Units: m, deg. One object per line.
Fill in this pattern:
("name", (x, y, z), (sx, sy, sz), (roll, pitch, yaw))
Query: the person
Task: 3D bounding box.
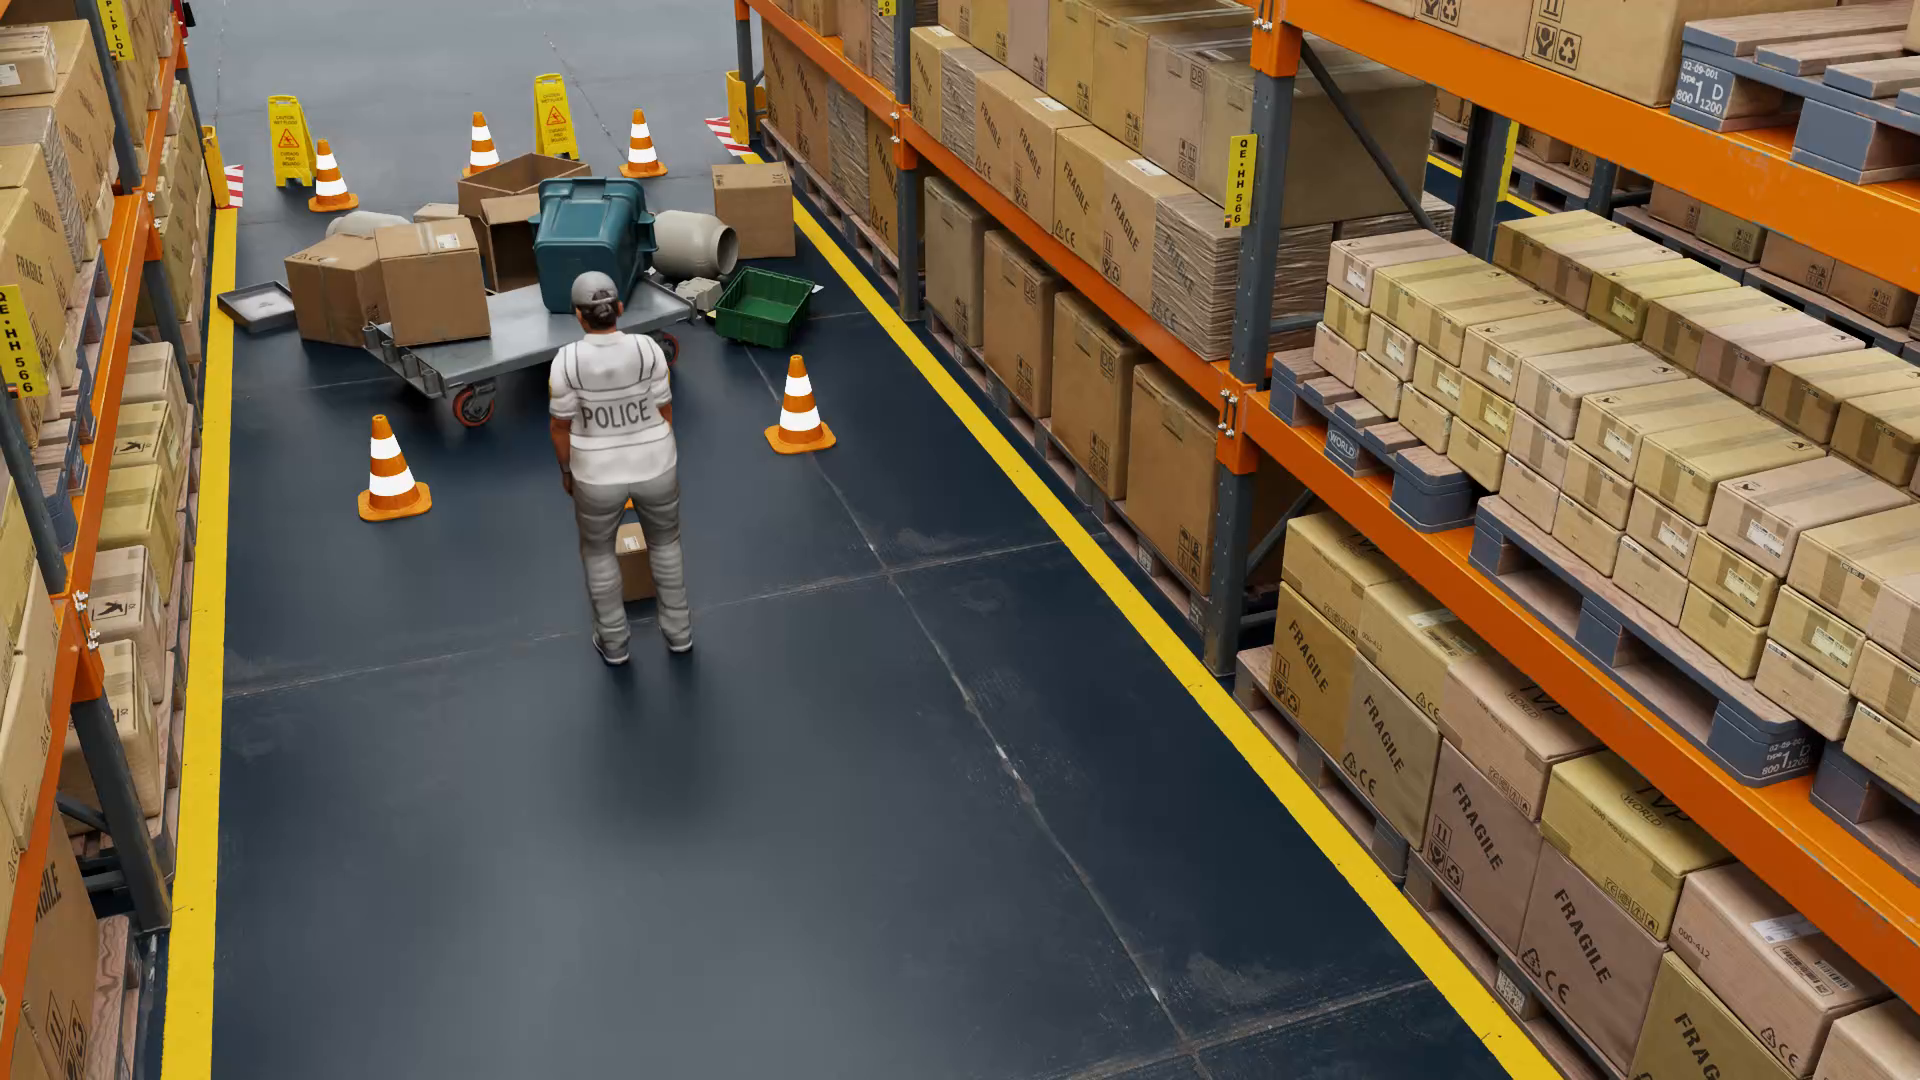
("person", (-1.361, -0.266, 6.612), (0.477, 1.650, 0.402), (-10, 31, -17))
